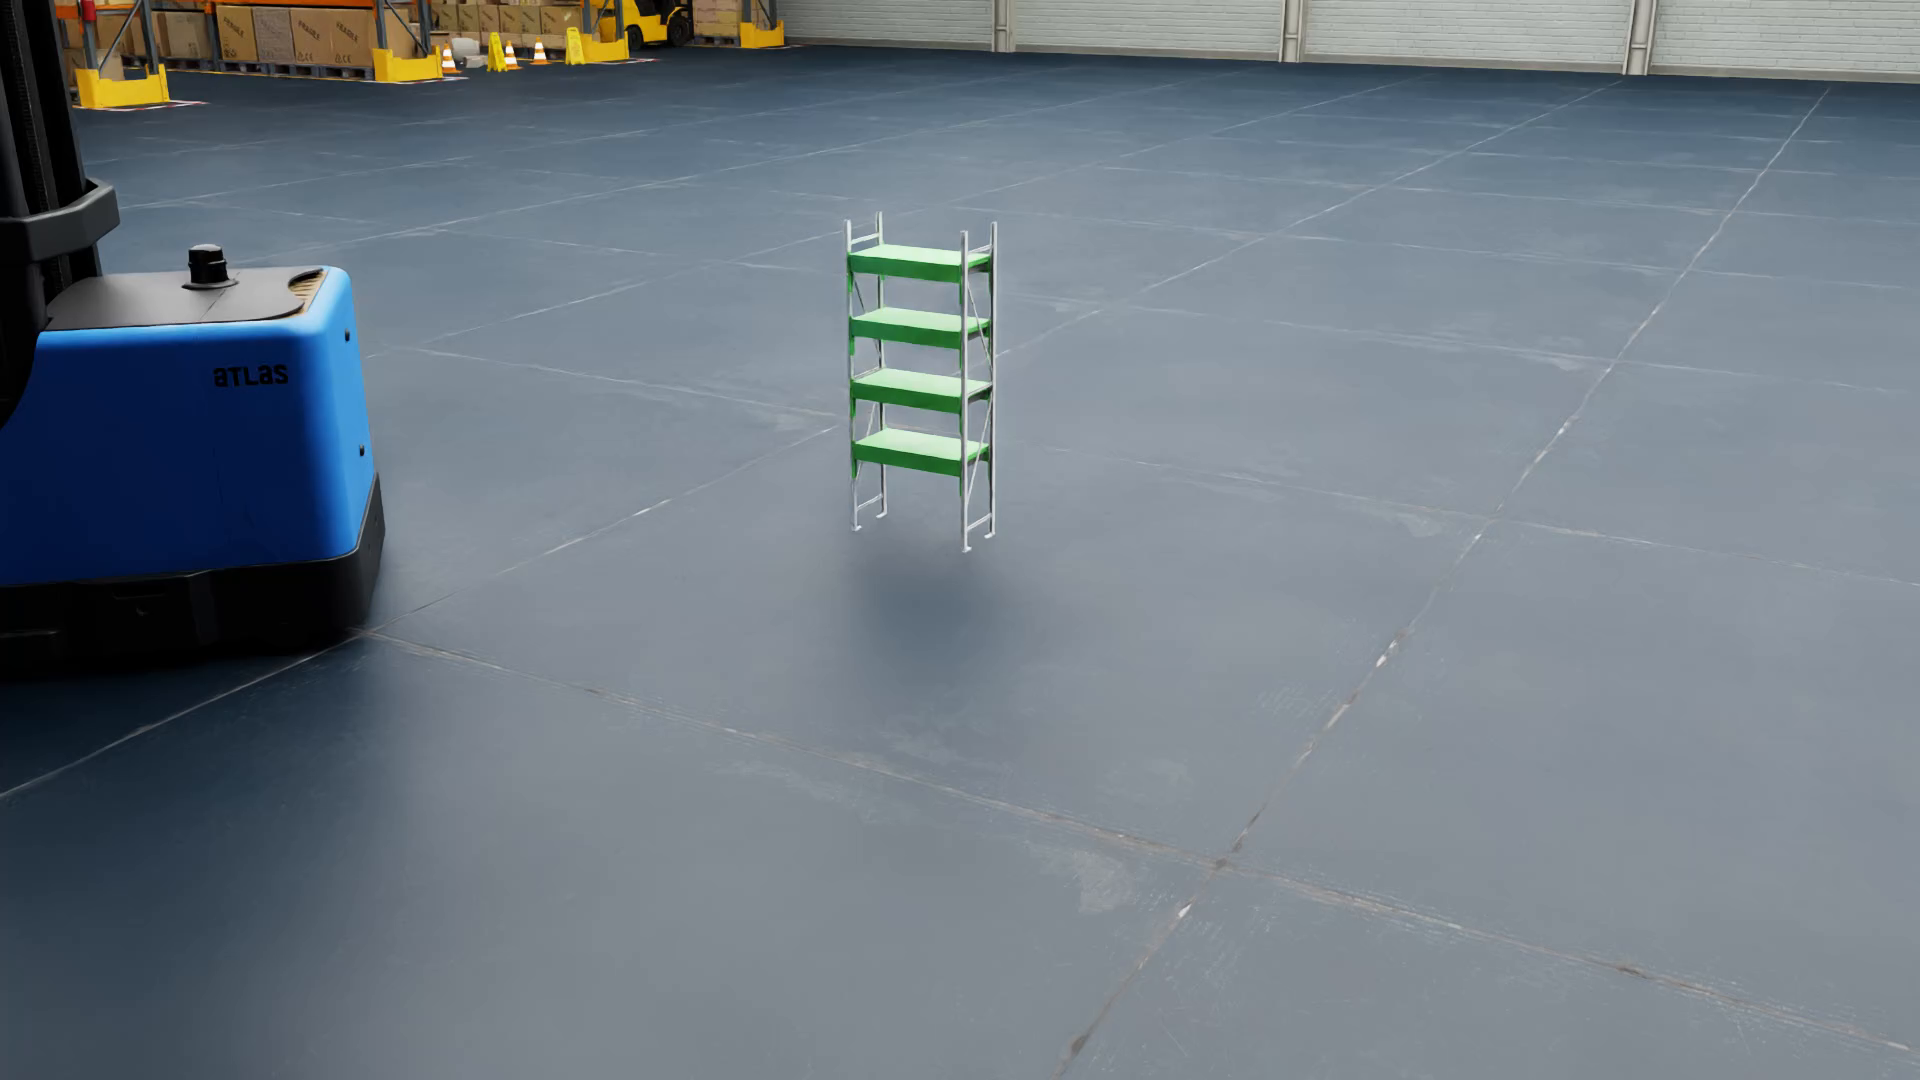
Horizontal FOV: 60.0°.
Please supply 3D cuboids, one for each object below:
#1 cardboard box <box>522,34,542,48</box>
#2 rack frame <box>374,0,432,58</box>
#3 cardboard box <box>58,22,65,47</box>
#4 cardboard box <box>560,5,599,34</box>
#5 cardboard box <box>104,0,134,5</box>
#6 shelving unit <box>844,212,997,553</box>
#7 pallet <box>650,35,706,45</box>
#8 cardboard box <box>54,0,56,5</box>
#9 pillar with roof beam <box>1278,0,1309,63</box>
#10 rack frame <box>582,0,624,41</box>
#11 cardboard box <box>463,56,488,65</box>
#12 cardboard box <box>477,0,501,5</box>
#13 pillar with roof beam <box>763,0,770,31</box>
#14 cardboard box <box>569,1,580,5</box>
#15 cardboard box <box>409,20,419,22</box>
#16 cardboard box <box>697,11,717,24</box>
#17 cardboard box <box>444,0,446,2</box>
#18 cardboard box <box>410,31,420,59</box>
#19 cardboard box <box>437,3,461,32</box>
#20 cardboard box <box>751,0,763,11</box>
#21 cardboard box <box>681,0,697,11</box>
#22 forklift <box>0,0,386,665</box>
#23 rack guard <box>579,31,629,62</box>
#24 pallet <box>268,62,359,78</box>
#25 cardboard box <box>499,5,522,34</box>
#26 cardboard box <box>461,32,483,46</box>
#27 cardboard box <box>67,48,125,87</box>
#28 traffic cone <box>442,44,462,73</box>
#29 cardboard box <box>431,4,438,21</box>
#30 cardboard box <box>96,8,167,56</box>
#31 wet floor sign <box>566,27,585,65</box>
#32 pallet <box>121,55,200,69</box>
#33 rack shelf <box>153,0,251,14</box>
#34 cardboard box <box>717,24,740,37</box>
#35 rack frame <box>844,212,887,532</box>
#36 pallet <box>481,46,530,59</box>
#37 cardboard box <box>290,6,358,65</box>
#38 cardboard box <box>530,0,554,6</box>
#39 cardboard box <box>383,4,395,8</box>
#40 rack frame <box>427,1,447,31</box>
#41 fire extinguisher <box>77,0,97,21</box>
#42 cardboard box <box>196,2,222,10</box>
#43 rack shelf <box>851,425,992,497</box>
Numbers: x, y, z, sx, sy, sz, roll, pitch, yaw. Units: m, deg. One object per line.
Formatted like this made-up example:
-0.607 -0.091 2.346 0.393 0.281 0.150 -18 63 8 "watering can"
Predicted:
-7.894 -9.415 31.336 0.500 0.250 0.500 11 23 27 "cardboard box"
-8.934 -8.876 26.437 0.127 3.000 1.000 11 23 27 "rack frame"
-16.620 -9.261 30.546 0.500 0.500 0.500 11 23 27 "cardboard box"
-7.199 -9.844 31.422 0.500 0.500 0.500 10 22 26 "cardboard box"
-11.574 -7.417 22.782 0.250 0.149 0.380 11 23 27 "cardboard box"
-0.145 -0.592 6.236 0.503 1.200 0.258 11 23 27 "shelving unit"
-5.940 -10.852 35.973 1.213 0.211 1.003 11 23 27 "pallet"
-12.252 -7.353 22.604 0.250 0.149 0.380 11 23 27 "cardboard box"
4.018 -11.772 25.622 0.400 9.000 9.100 11 23 27 "pillar with roof beam"
-6.608 -10.367 30.545 0.127 3.000 1.000 11 23 27 "rack frame"
-8.737 -8.643 29.974 0.380 0.149 0.250 -11 23 -29 "cardboard box"
-8.951 -10.248 31.584 0.250 0.149 0.380 12 23 30 "cardboard box"
-6.459 -13.768 31.124 0.400 9.000 9.100 11 23 27 "pillar with roof beam"
-8.144 -11.675 37.018 0.625 0.625 0.875 12 23 30 "cardboard box"
-11.189 -10.199 33.321 0.625 0.372 0.950 12 23 31 "cardboard box"
-5.201 -11.059 35.138 0.500 0.250 0.500 11 22 27 "cardboard box"
-11.730 -12.510 38.551 0.250 0.149 0.380 10 22 25 "cardboard box"
-10.197 -8.949 30.097 0.503 0.637 0.797 11 23 27 "cardboard box"
-9.717 -10.111 32.157 0.500 0.500 0.500 12 23 30 "cardboard box"
-4.518 -11.356 35.223 0.500 0.250 0.500 10 22 26 "cardboard box"
-5.639 -11.368 35.255 0.500 0.250 0.500 11 23 28 "cardboard box"
-3.520 -1.074 5.028 3.031 2.935 1.130 -5 21 -13 "forklift"
-6.675 -9.204 31.007 0.348 0.500 1.175 11 23 27 "rack guard"
-10.731 -7.878 27.775 1.213 0.211 1.003 11 23 27 "pallet"
-8.329 -9.852 31.442 0.500 0.500 0.500 10 22 26 "cardboard box"
-9.245 -9.673 32.049 0.500 0.250 0.500 12 23 30 "cardboard box"
-11.978 -6.548 23.067 0.500 0.500 0.500 16 25 37 "cardboard box"
-8.705 -8.195 28.278 0.334 0.463 0.336 11 23 27 "traffic cone"
-12.081 -12.291 38.899 0.500 0.500 0.500 10 22 26 "cardboard box"
-14.666 -9.074 29.665 0.750 0.750 1.050 11 23 28 "cardboard box"
-6.964 -8.910 29.982 0.267 0.644 0.232 -16 26 -38 "wet floor sign"
-14.206 -8.539 29.596 1.213 0.211 1.003 11 23 27 "pallet"
-14.172 -9.536 29.310 4.000 0.370 1.077 11 23 27 "rack shelf"
-4.755 -10.734 34.974 0.500 0.250 0.500 11 23 28 "cardboard box"
-0.358 -0.632 6.348 0.015 1.200 0.240 11 23 27 "rack frame"
-8.428 -9.417 32.018 1.213 0.211 1.003 11 23 27 "pallet"
-10.328 -8.314 27.386 0.875 0.875 0.875 10 22 26 "cardboard box"
-7.788 -10.026 30.971 0.250 0.149 0.380 12 23 29 "cardboard box"
-13.451 -12.546 39.602 0.500 0.500 0.500 10 22 26 "cardboard box"
-10.100 -11.032 32.379 0.127 3.000 1.000 11 23 27 "rack frame"
-11.566 -7.224 21.995 0.183 0.674 0.296 11 23 27 "fire extinguisher"
-15.712 -11.334 35.711 0.875 0.875 0.875 12 23 29 "cardboard box"
-0.145 -0.306 6.340 0.480 0.148 0.258 11 23 27 "rack shelf"
